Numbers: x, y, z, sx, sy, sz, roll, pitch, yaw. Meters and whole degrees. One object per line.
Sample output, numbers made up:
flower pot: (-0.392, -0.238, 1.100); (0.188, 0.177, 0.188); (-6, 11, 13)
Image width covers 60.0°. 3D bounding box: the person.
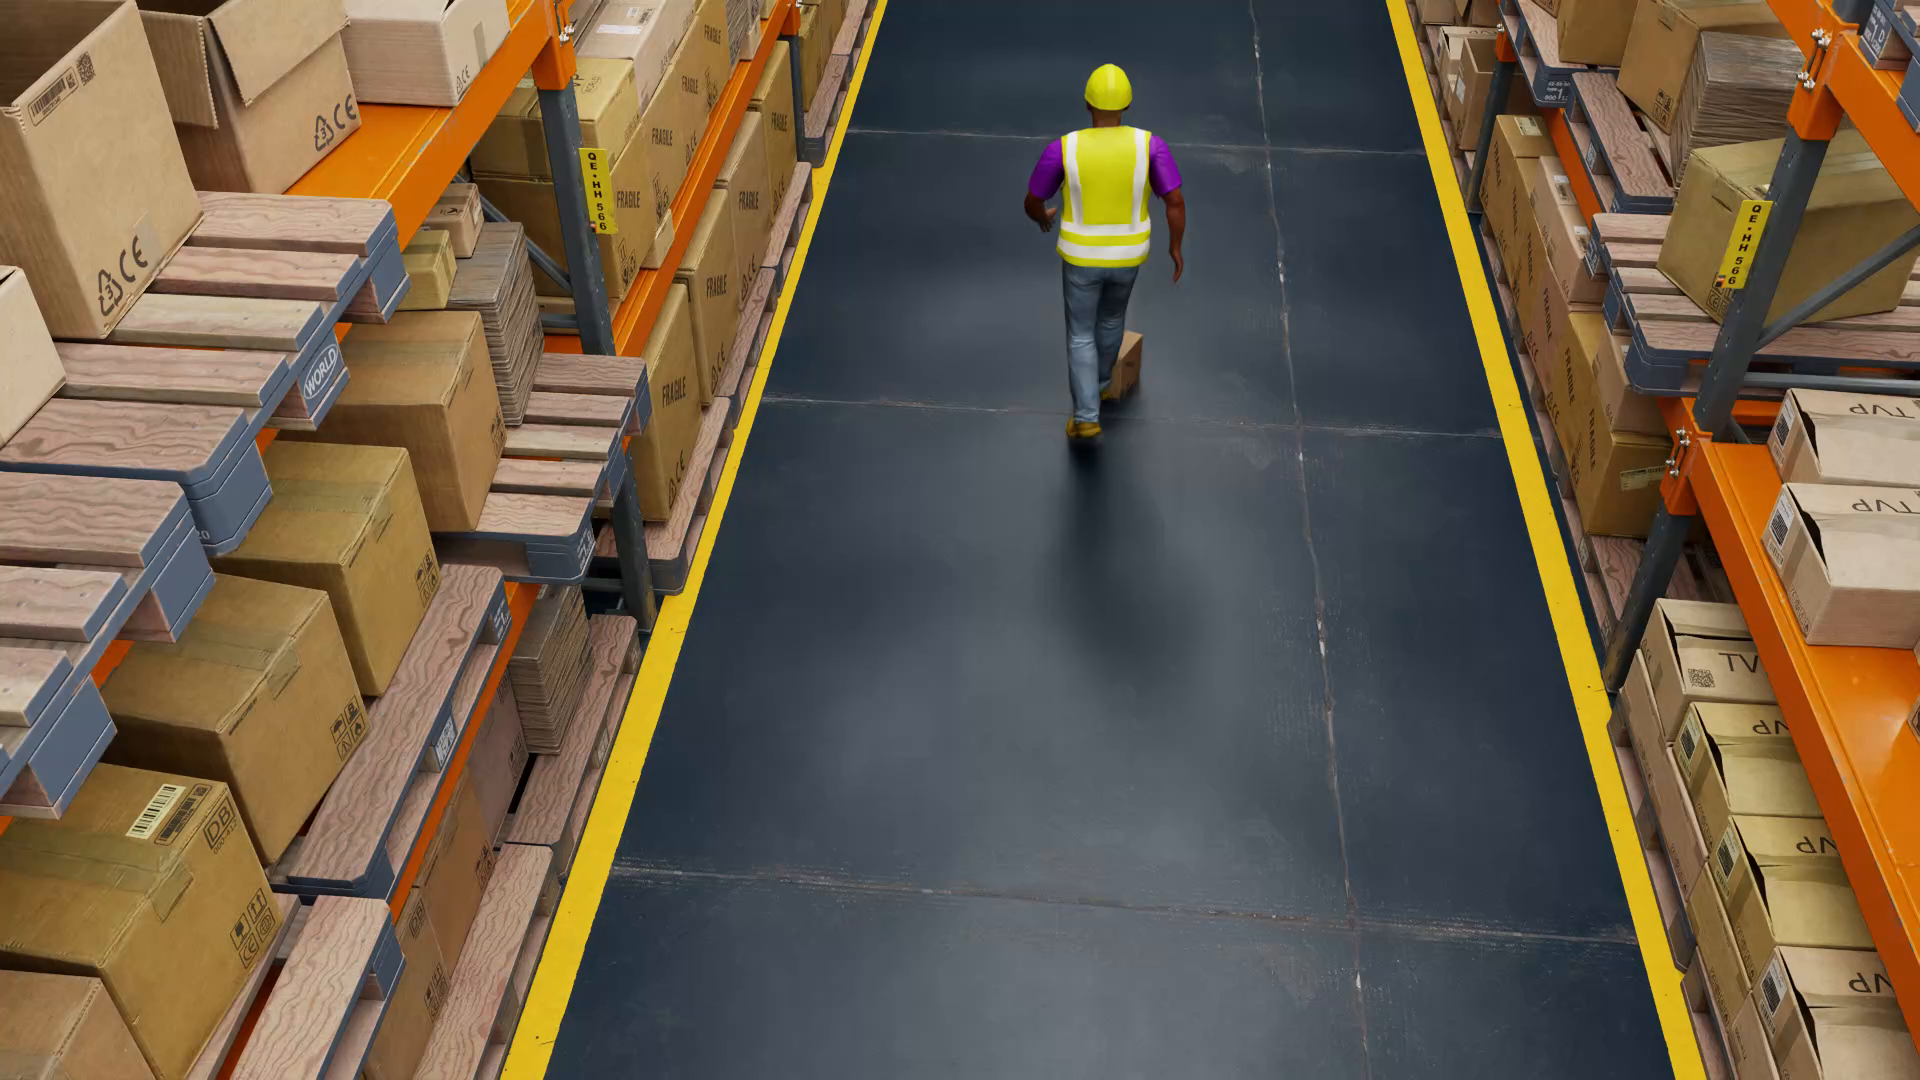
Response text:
person: (0.656, -1.296, 7.691); (0.730, 1.759, 0.809); (-3, 40, -3)
